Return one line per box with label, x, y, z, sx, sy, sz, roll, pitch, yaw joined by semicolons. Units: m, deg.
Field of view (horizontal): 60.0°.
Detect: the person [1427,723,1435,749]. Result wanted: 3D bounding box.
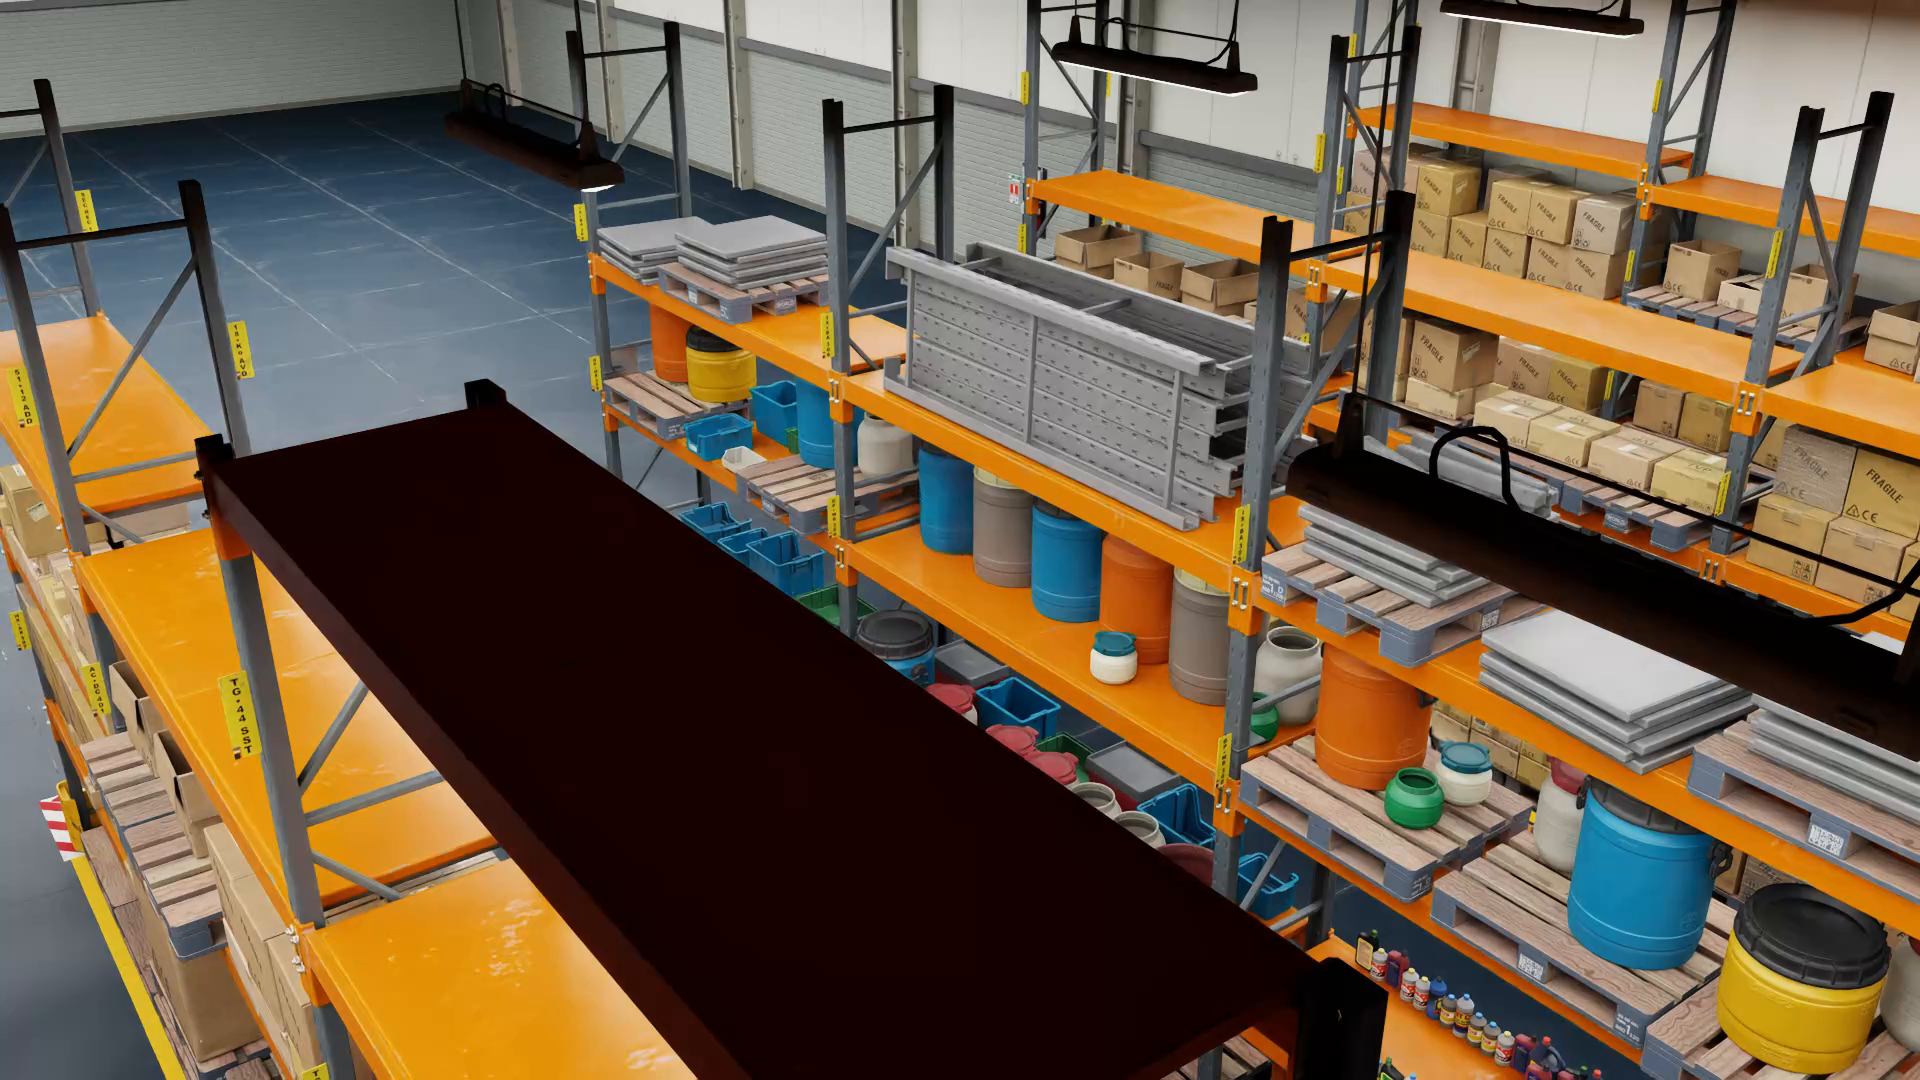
person;3.409;1.811;13.122;0.545;1.644;0.620;-17;30;-32
